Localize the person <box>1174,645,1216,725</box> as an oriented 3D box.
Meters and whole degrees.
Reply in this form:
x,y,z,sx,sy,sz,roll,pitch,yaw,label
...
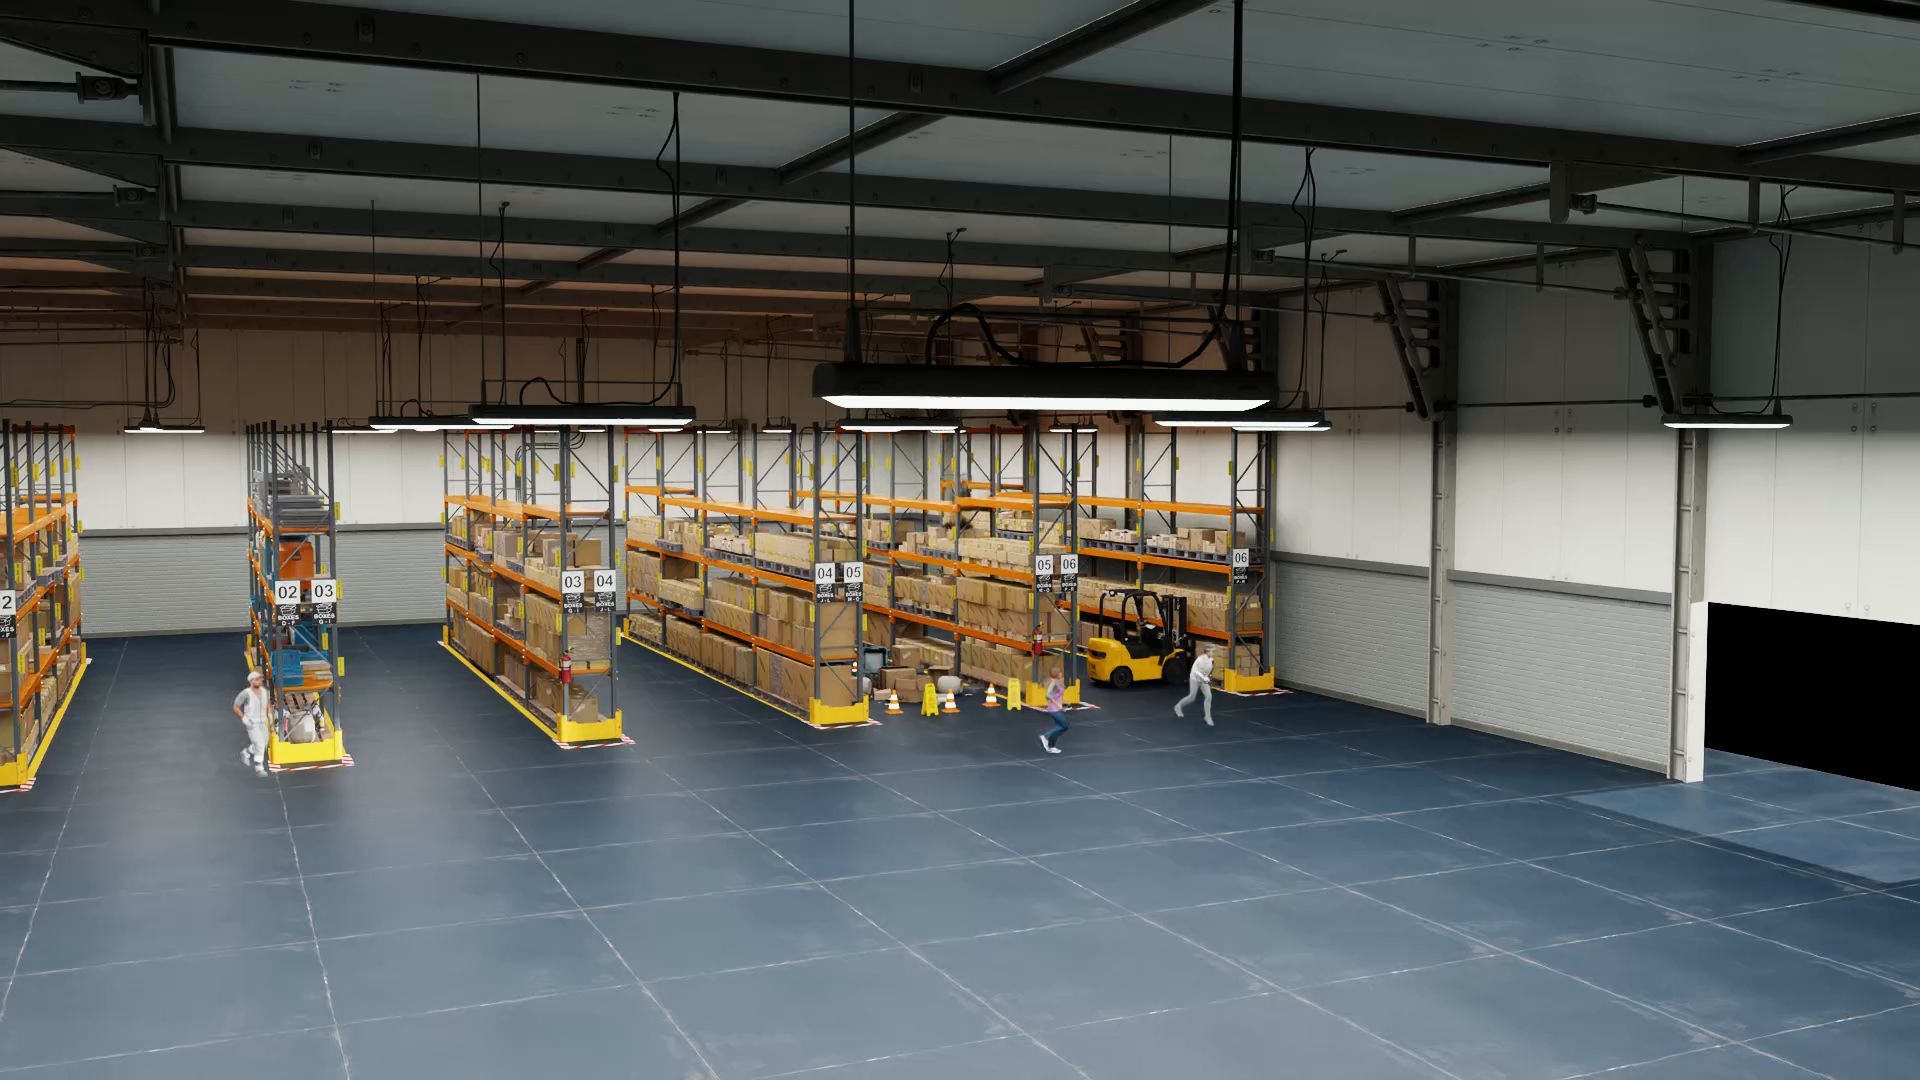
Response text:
x,y,z,sx,sy,sz,roll,pitch,yaw,label
4.717,2.866,33.286,0.980,1.629,0.655,3,5,40,person

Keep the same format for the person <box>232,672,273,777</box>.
x,y,z,sx,sy,sz,roll,pitch,yaw,label
-11.968,3.097,28.136,0.751,1.761,0.688,2,4,27,person

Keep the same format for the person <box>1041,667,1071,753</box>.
x,y,z,sx,sy,sz,roll,pitch,yaw,label
1.732,3.068,29.981,0.529,1.554,0.516,1,4,9,person
